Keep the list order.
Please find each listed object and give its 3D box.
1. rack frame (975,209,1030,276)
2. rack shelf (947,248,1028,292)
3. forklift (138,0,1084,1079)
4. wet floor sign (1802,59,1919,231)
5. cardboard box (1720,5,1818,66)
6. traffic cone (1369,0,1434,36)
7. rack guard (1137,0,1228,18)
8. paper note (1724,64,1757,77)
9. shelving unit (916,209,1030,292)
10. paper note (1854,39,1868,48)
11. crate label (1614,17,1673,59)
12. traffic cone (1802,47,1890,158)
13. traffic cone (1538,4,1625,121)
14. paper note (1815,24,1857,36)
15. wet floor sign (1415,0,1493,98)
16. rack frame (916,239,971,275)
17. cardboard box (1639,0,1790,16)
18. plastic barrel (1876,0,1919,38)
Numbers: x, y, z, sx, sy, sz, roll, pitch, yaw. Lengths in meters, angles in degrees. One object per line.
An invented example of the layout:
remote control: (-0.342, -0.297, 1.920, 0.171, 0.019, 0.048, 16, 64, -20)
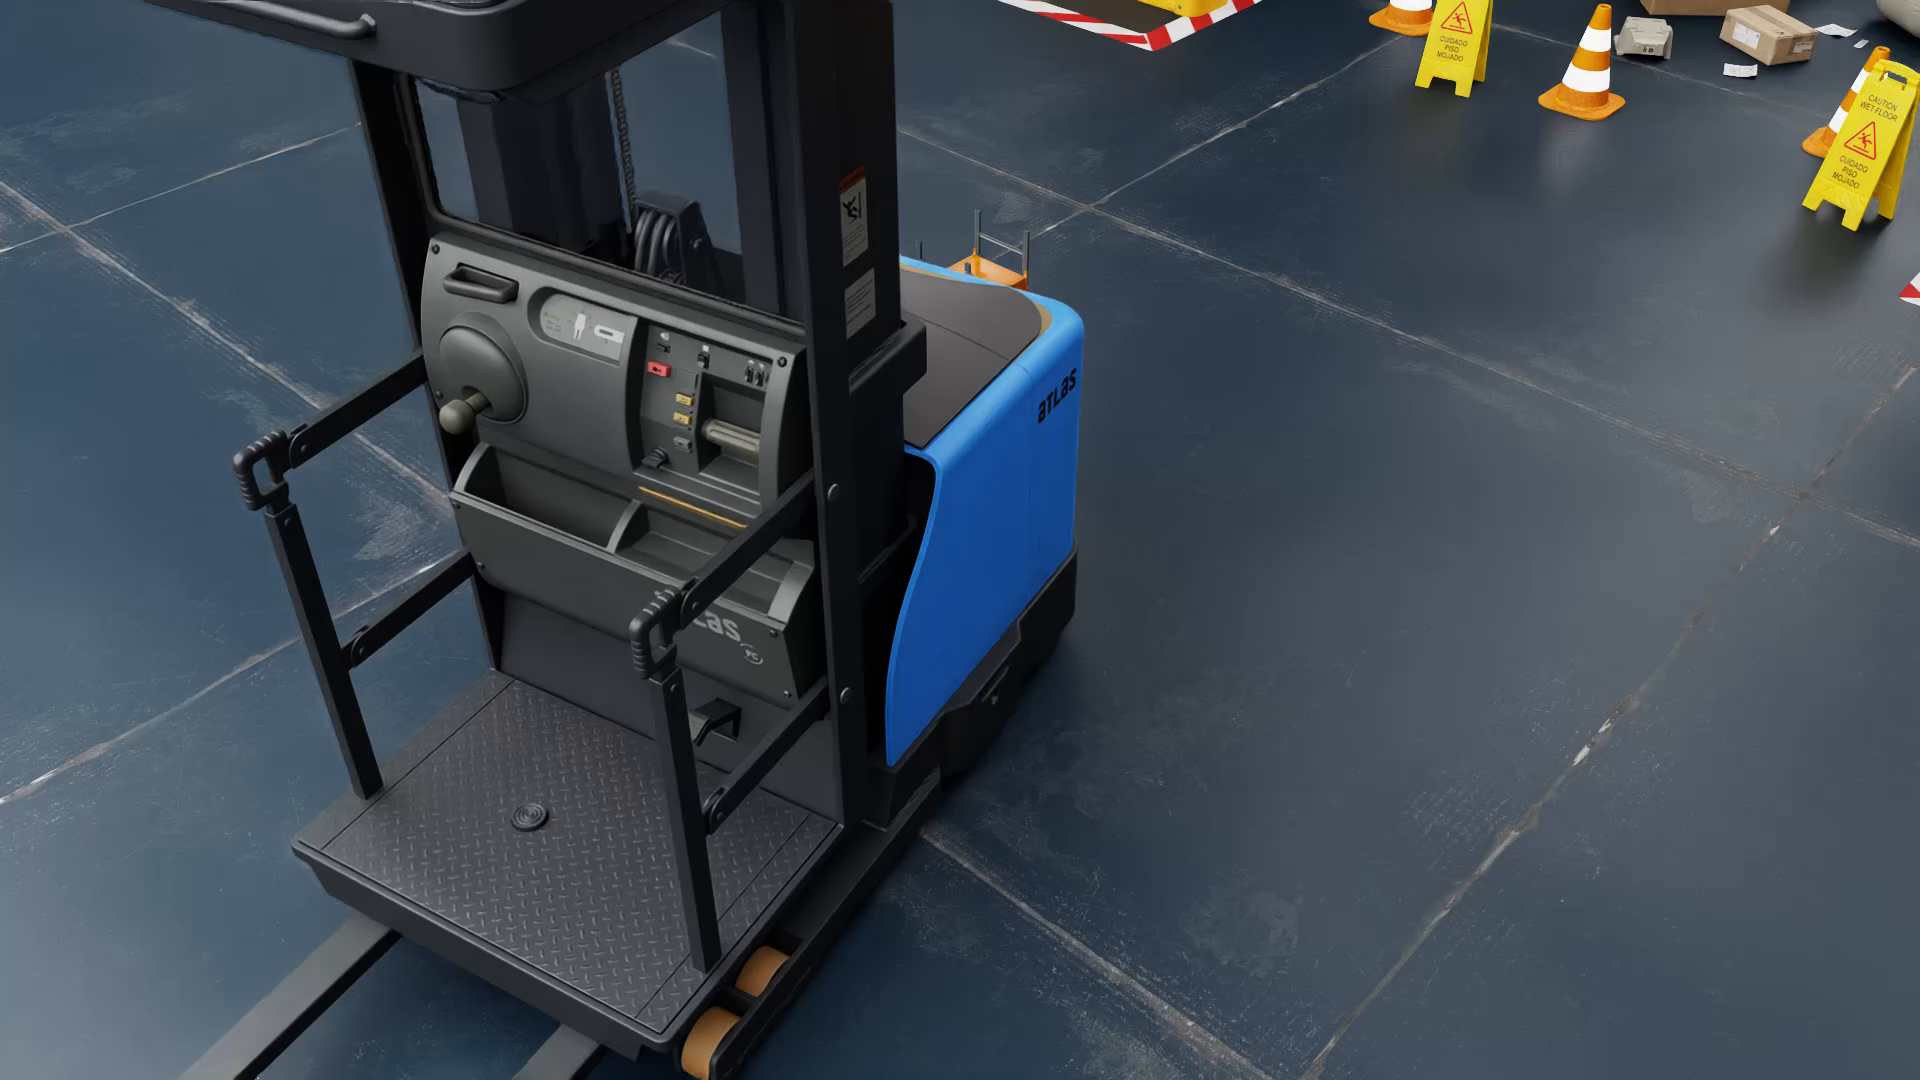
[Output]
rack frame: (0.118, -0.492, 5.025, 0.200, 1.050, 0.008, 30, 47, 32)
rack shelf: (0.036, -0.649, 4.784, 0.215, 0.259, 0.240, 30, 47, 32)
forklift: (-0.835, -0.263, 3.226, 1.130, 2.935, 3.031, 20, 43, 23)
wet floor sign: (3.724, -1.628, 6.779, 0.232, 0.644, 0.267, -18, 42, -21)
cardboard box: (4.035, -2.522, 8.302, 0.250, 0.149, 0.380, -11, 40, -14)
traffic cone: (2.326, -2.875, 8.494, 0.336, 0.463, 0.334, 30, 47, 32)
rack guard: (0.904, -3.231, 8.911, 1.175, 0.500, 0.348, 30, 47, 32)
paper note: (3.810, -2.296, 8.113, 0.148, 0.019, 0.142, 14, 41, 17)
shelving unit: (0.036, -0.435, 4.954, 0.215, 1.050, 0.252, 30, 47, 32)
paper note: (4.549, -2.504, 8.391, 0.032, 0.001, 0.123, 30, 47, 32)
crate label: (3.416, -2.504, 8.289, 0.250, 0.136, 0.298, 8, 39, 10)
traffic cone: (3.980, -1.934, 7.311, 0.336, 0.463, 0.334, 30, 47, 32)
traffic cone: (2.931, -2.244, 7.700, 0.336, 0.463, 0.334, 30, 47, 32)
paper note: (4.494, -2.619, 8.528, 0.142, 0.019, 0.148, -18, 42, -21)
wet floor sign: (2.362, -2.454, 7.817, 0.267, 0.644, 0.232, 22, 43, 25)
rack frame: (-0.046, -0.379, 4.884, 0.200, 1.050, 0.008, 30, 47, 32)
cardboard box: (3.958, -3.081, 8.720, 0.797, 0.503, 0.637, 2, 39, 2)
plastic barrel: (4.918, -2.764, 8.386, 0.421, 0.421, 0.512, -5, 39, -6)
